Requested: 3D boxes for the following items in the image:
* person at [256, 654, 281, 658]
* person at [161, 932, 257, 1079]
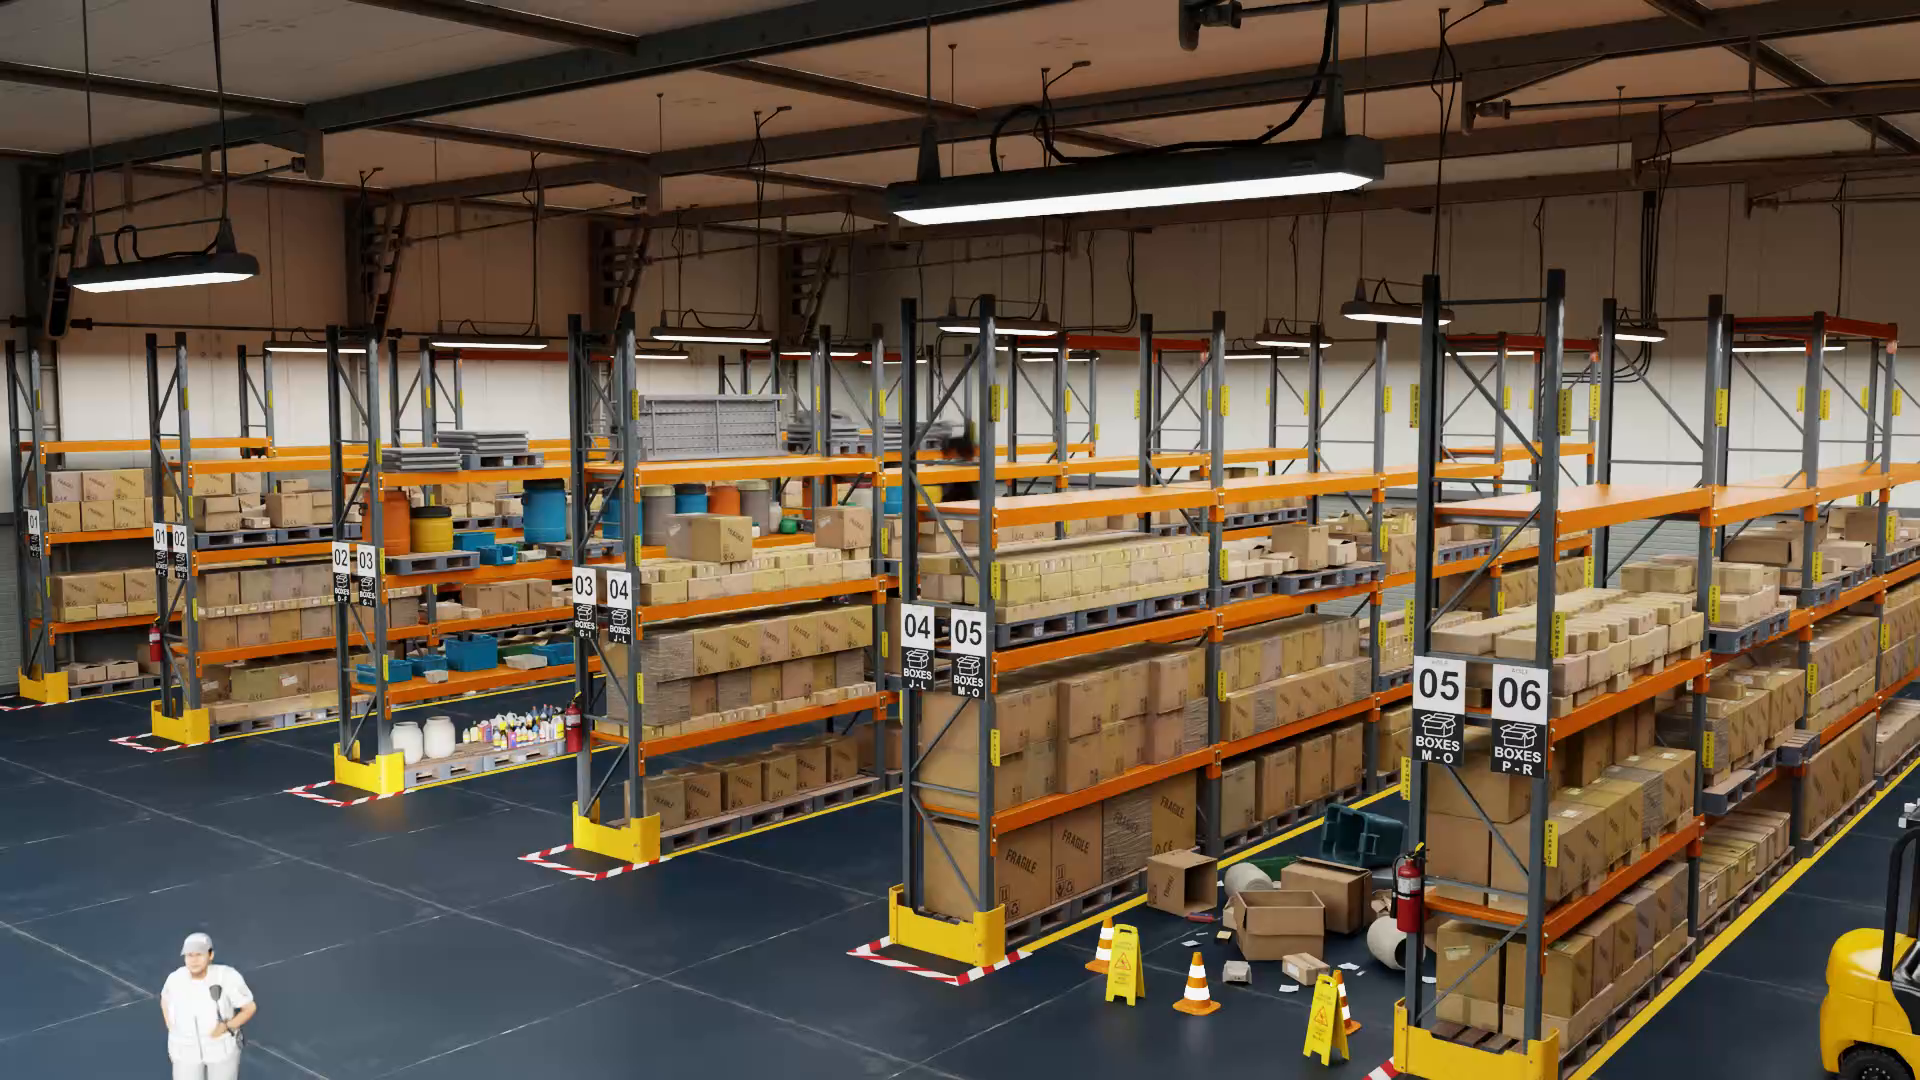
[{"bbox_3d":[-11.520,1.862,27.673,0.576,1.614,0.712,3,6,27],"label":"person"},{"bbox_3d":[-4.882,3.369,10.824,0.596,1.719,0.756,-2,5,-16],"label":"person"}]
